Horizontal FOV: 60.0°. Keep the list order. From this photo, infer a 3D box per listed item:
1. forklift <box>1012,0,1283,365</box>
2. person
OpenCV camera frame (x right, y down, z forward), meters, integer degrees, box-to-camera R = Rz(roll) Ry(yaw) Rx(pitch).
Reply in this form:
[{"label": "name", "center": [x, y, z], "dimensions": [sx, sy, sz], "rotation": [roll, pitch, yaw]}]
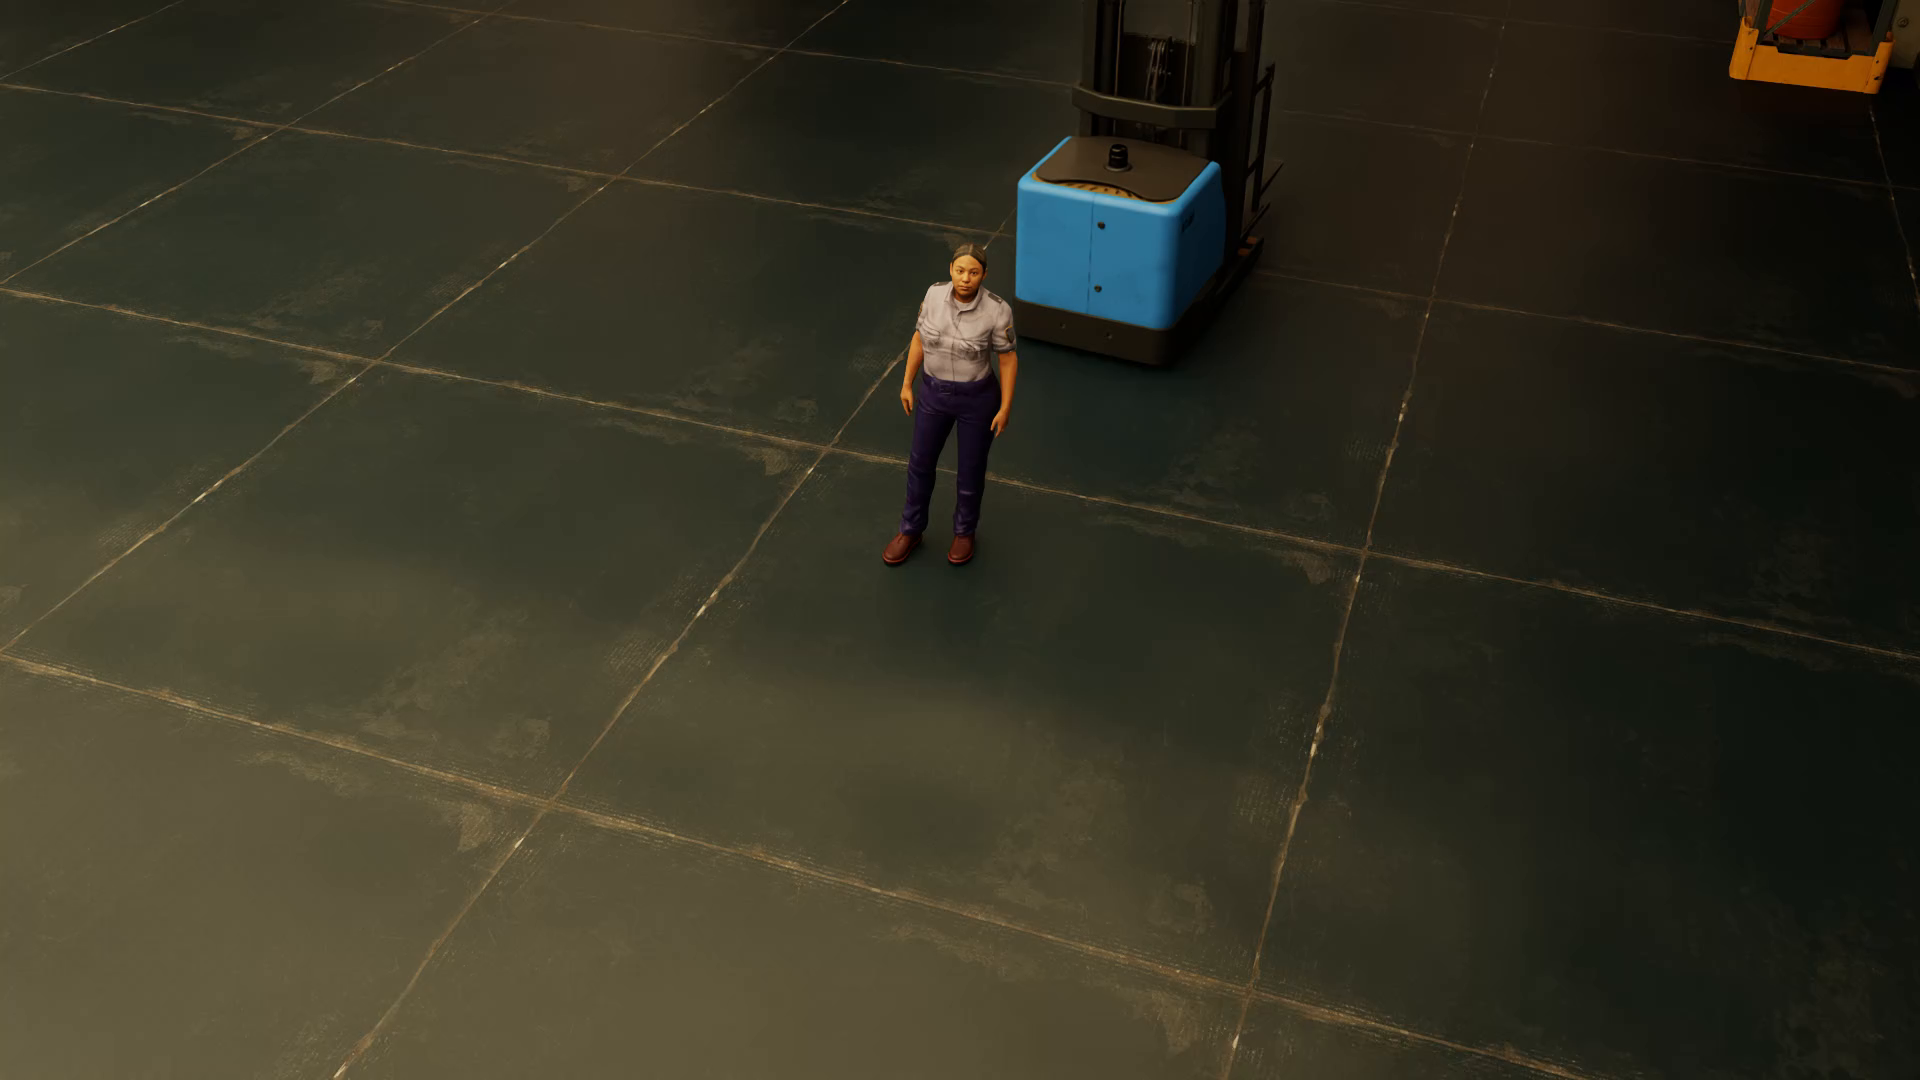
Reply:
[{"label": "forklift", "center": [1.413, -3.088, 10.466], "dimensions": [1.130, 2.935, 3.031], "rotation": [15, 38, 20]}, {"label": "person", "center": [-0.051, -0.634, 8.102], "dimensions": [0.599, 1.650, 0.503], "rotation": [12, 37, 16]}]
